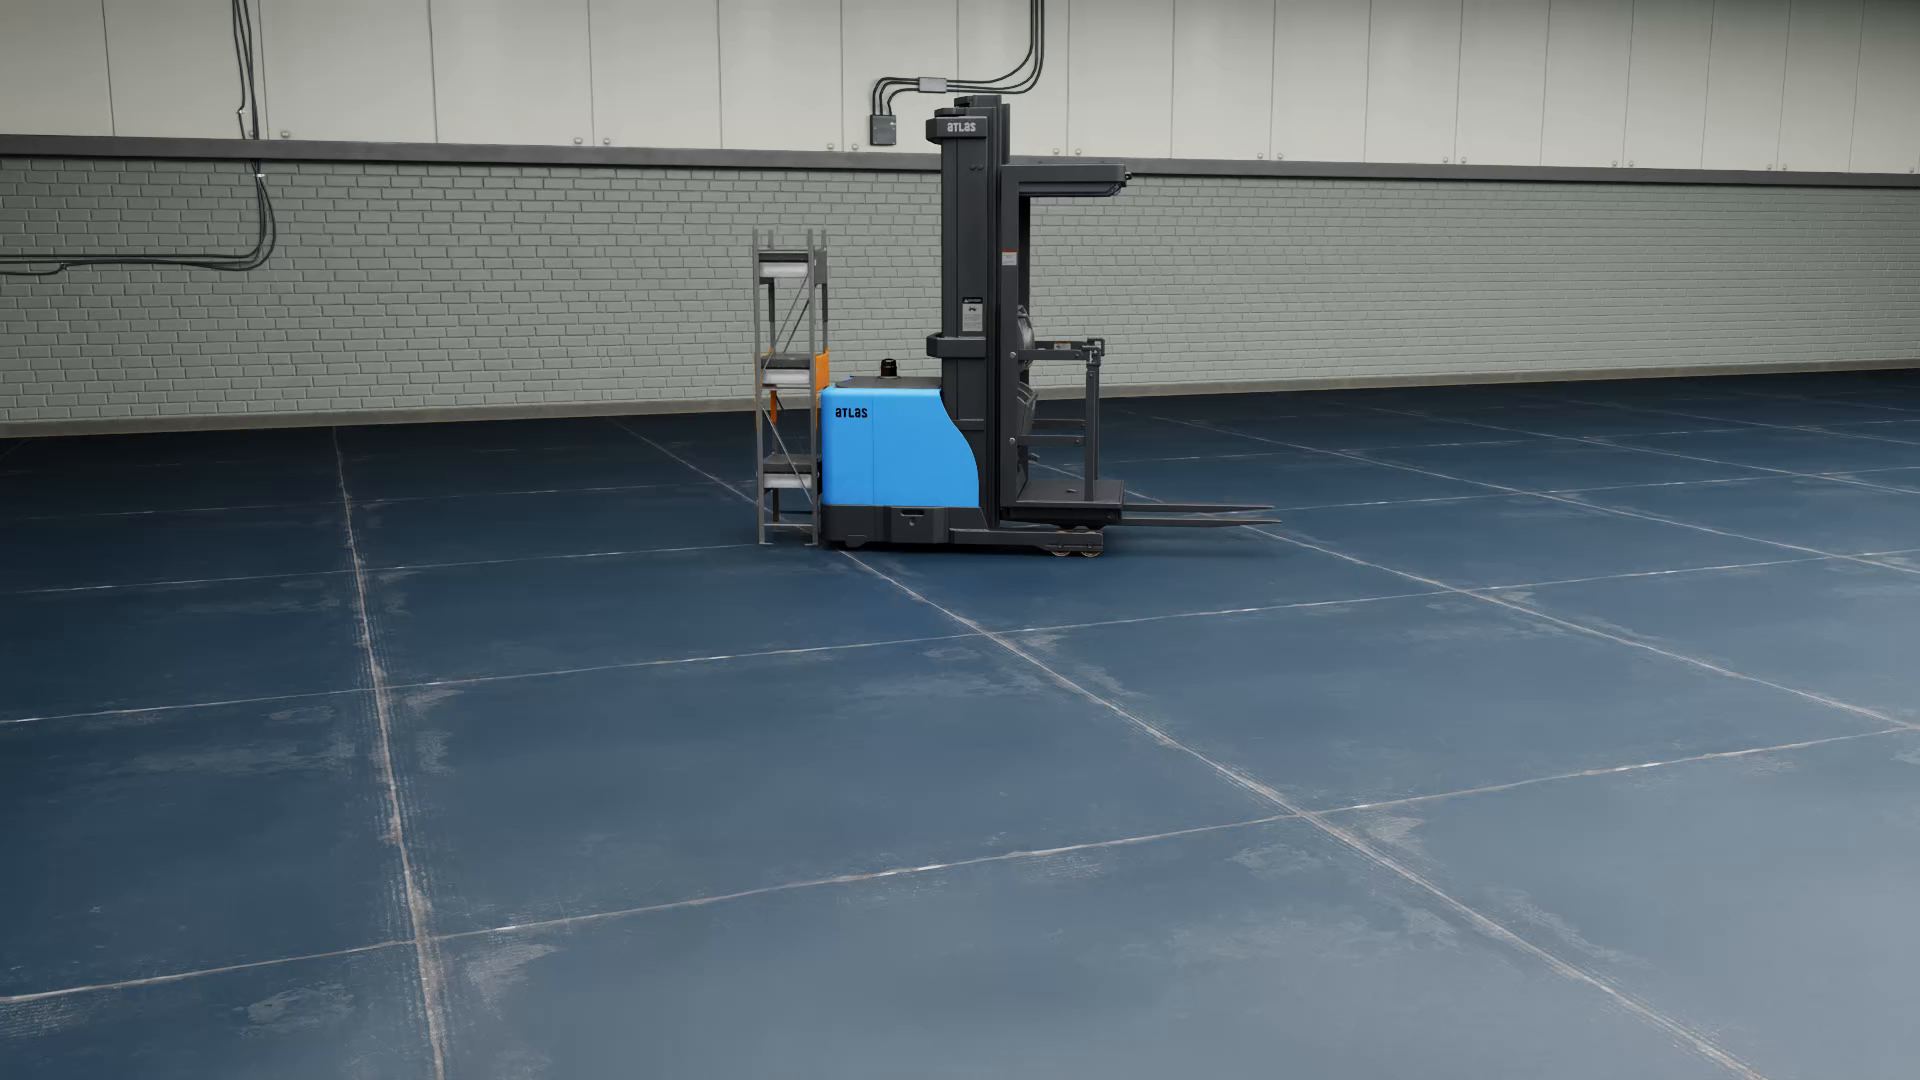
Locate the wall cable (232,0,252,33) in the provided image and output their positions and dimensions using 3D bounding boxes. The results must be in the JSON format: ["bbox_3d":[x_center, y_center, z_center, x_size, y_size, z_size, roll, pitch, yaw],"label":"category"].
[{"bbox_3d":[-6.332,-6.704,17.860,3.097,2.526,0.112,-4,11,-21],"label":"wall cable"}]

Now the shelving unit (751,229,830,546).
[{"bbox_3d":[-1.133,-1.041,11.275,0.431,2.100,0.503,1,10,5],"label":"shelving unit"}]

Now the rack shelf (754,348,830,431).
[{"bbox_3d":[-1.133,-1.027,11.278,0.431,0.518,0.480,1,10,5],"label":"rack shelf"}]

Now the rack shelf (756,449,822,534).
[{"bbox_3d":[-1.133,-0.338,11.400,0.431,0.518,0.480,1,10,5],"label":"rack shelf"}]

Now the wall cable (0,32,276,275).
[{"bbox_3d":[-8.853,-4.046,17.337,3.097,2.526,0.112,-4,11,-21],"label":"wall cable"}]

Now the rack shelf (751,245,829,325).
[{"bbox_3d":[-1.133,-1.716,11.155,0.431,0.518,0.480,1,10,5],"label":"rack shelf"}]

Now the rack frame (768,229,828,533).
[{"bbox_3d":[-1.109,-1.083,11.514,0.400,2.100,0.015,1,10,5],"label":"rack frame"}]

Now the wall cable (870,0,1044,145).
[{"bbox_3d":[0.001,-7.849,20.140,2.305,6.003,0.169,-4,11,-21],"label":"wall cable"}]

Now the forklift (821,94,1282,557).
[{"bbox_3d":[0.627,-1.431,11.095,3.031,2.935,1.130,1,10,6],"label":"forklift"}]

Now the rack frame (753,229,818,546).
[{"bbox_3d":[-1.156,-0.998,11.036,0.400,2.100,0.015,1,10,5],"label":"rack frame"}]
